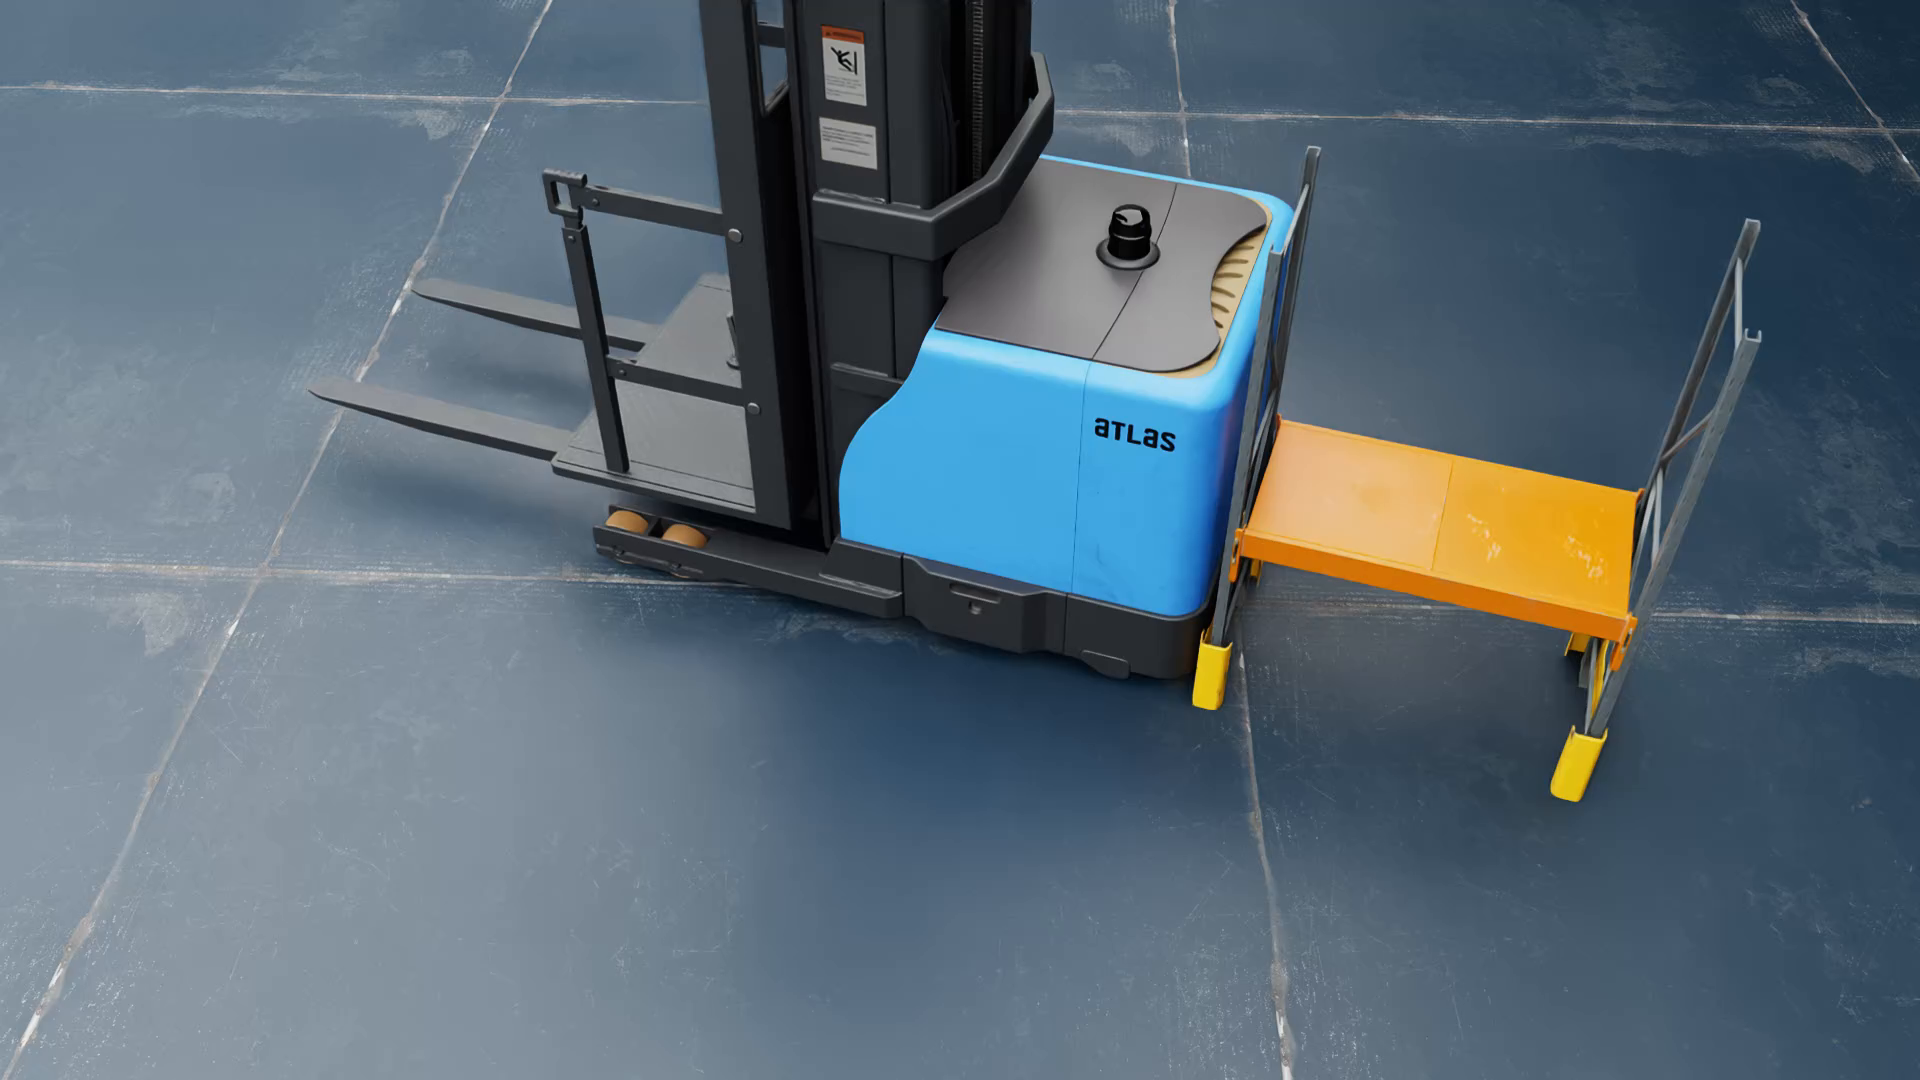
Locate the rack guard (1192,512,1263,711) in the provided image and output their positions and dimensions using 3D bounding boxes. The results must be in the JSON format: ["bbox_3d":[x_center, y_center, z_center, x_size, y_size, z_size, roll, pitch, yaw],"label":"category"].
[{"bbox_3d":[0.792,0.199,4.853,0.087,0.250,0.587,13,45,14],"label":"rack guard"}]

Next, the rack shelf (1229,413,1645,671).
[{"bbox_3d":[1.271,-0.013,4.428,1.000,0.185,0.538,13,45,14],"label":"rack shelf"}]

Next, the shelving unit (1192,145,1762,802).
[{"bbox_3d":[1.263,-0.147,4.307,1.083,1.500,0.587,13,45,14],"label":"shelving unit"}]

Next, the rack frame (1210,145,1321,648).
[{"bbox_3d":[0.791,-0.258,4.427,0.032,1.500,0.500,13,45,14],"label":"rack frame"}]

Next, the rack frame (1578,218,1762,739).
[{"bbox_3d":[1.752,-0.031,4.183,0.032,1.500,0.500,13,45,14],"label":"rack frame"}]

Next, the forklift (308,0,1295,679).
[{"bbox_3d":[-0.604,-1.281,4.475,3.031,2.935,1.130,13,45,14],"label":"forklift"}]

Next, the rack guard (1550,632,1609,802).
[{"bbox_3d":[1.733,0.422,4.614,0.087,0.250,0.587,13,45,14],"label":"rack guard"}]
